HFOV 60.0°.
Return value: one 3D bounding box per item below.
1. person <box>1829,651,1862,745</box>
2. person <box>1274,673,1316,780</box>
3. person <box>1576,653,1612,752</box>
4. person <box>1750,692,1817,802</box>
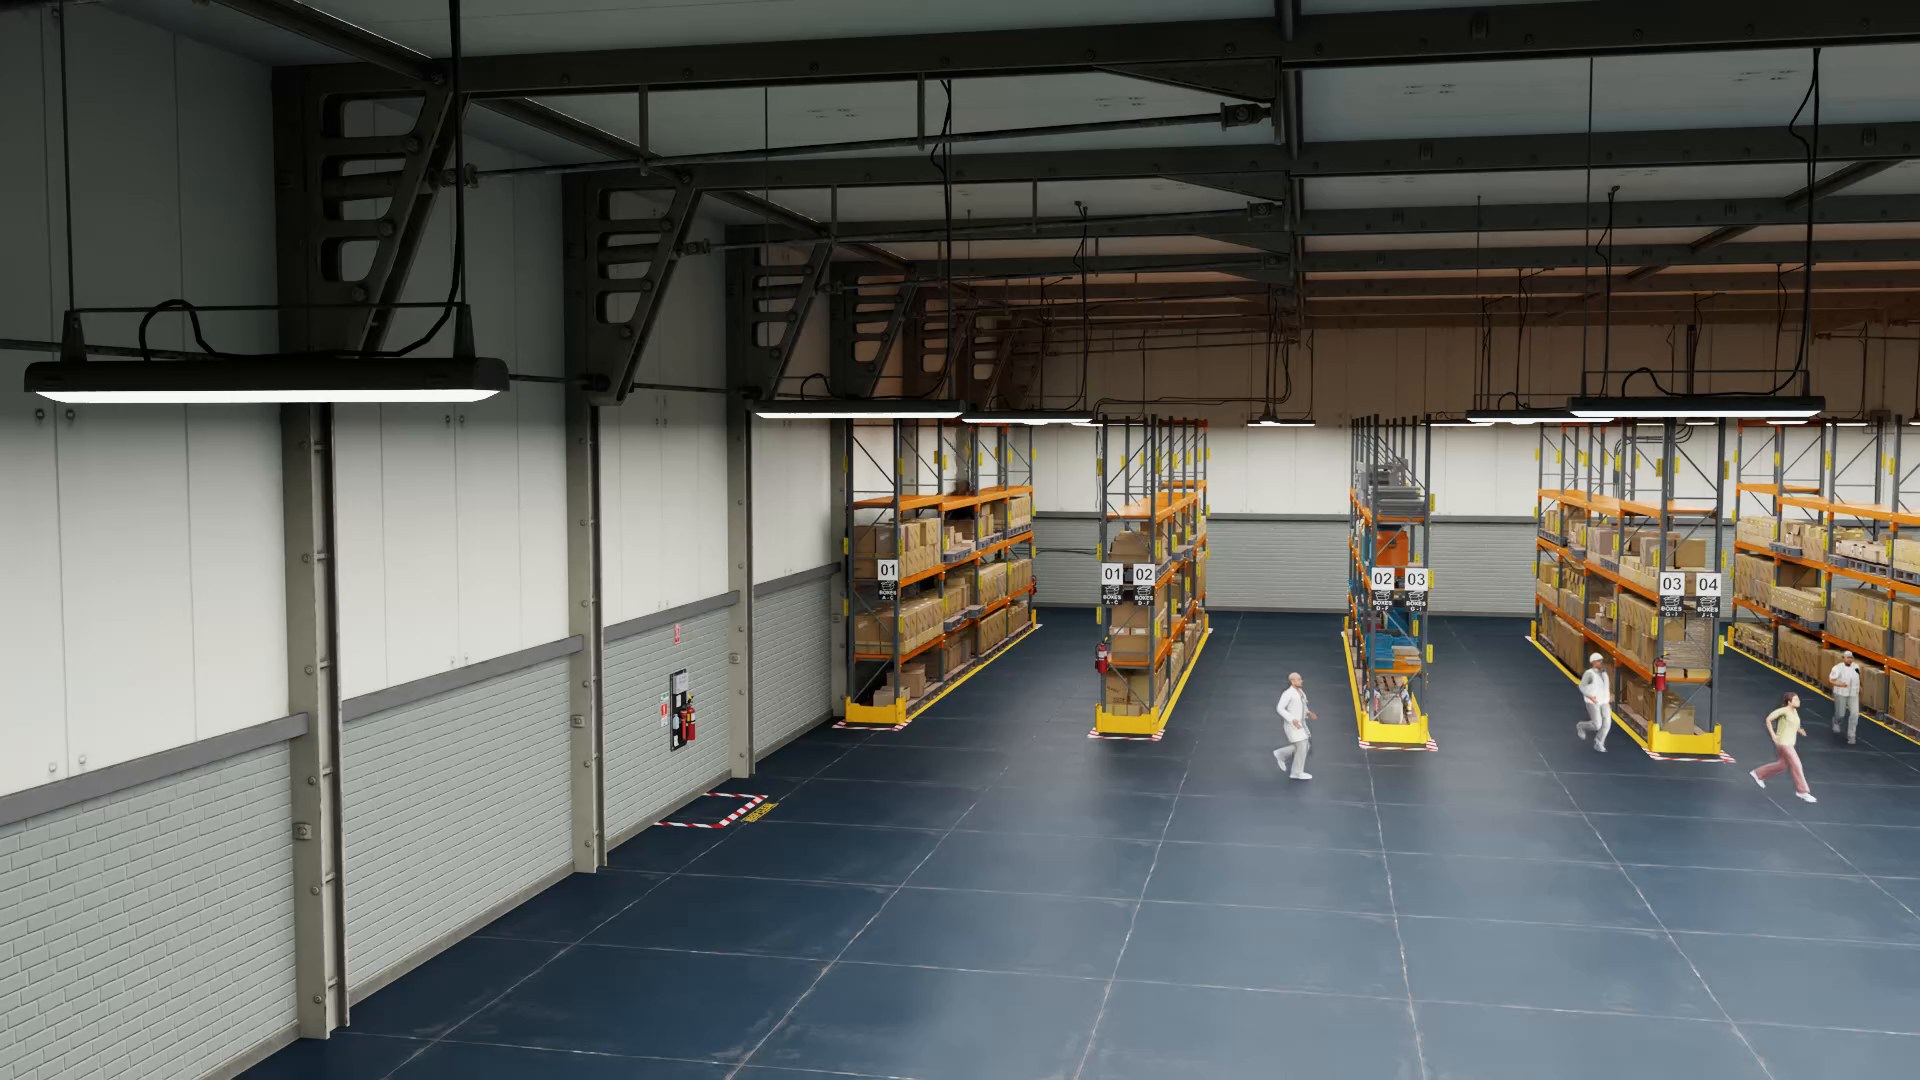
[{"bbox_3d":[16.290,2.880,30.592,0.636,1.712,0.894,1,4,8],"label":"person"},{"bbox_3d":[5.444,3.037,27.233,0.724,1.734,0.704,3,5,36],"label":"person"},{"bbox_3d":[11.368,2.891,29.771,0.670,1.749,0.676,-2,4,-22],"label":"person"},{"bbox_3d":[12.790,3.172,25.813,0.599,1.664,1.008,-3,5,-40],"label":"person"}]
